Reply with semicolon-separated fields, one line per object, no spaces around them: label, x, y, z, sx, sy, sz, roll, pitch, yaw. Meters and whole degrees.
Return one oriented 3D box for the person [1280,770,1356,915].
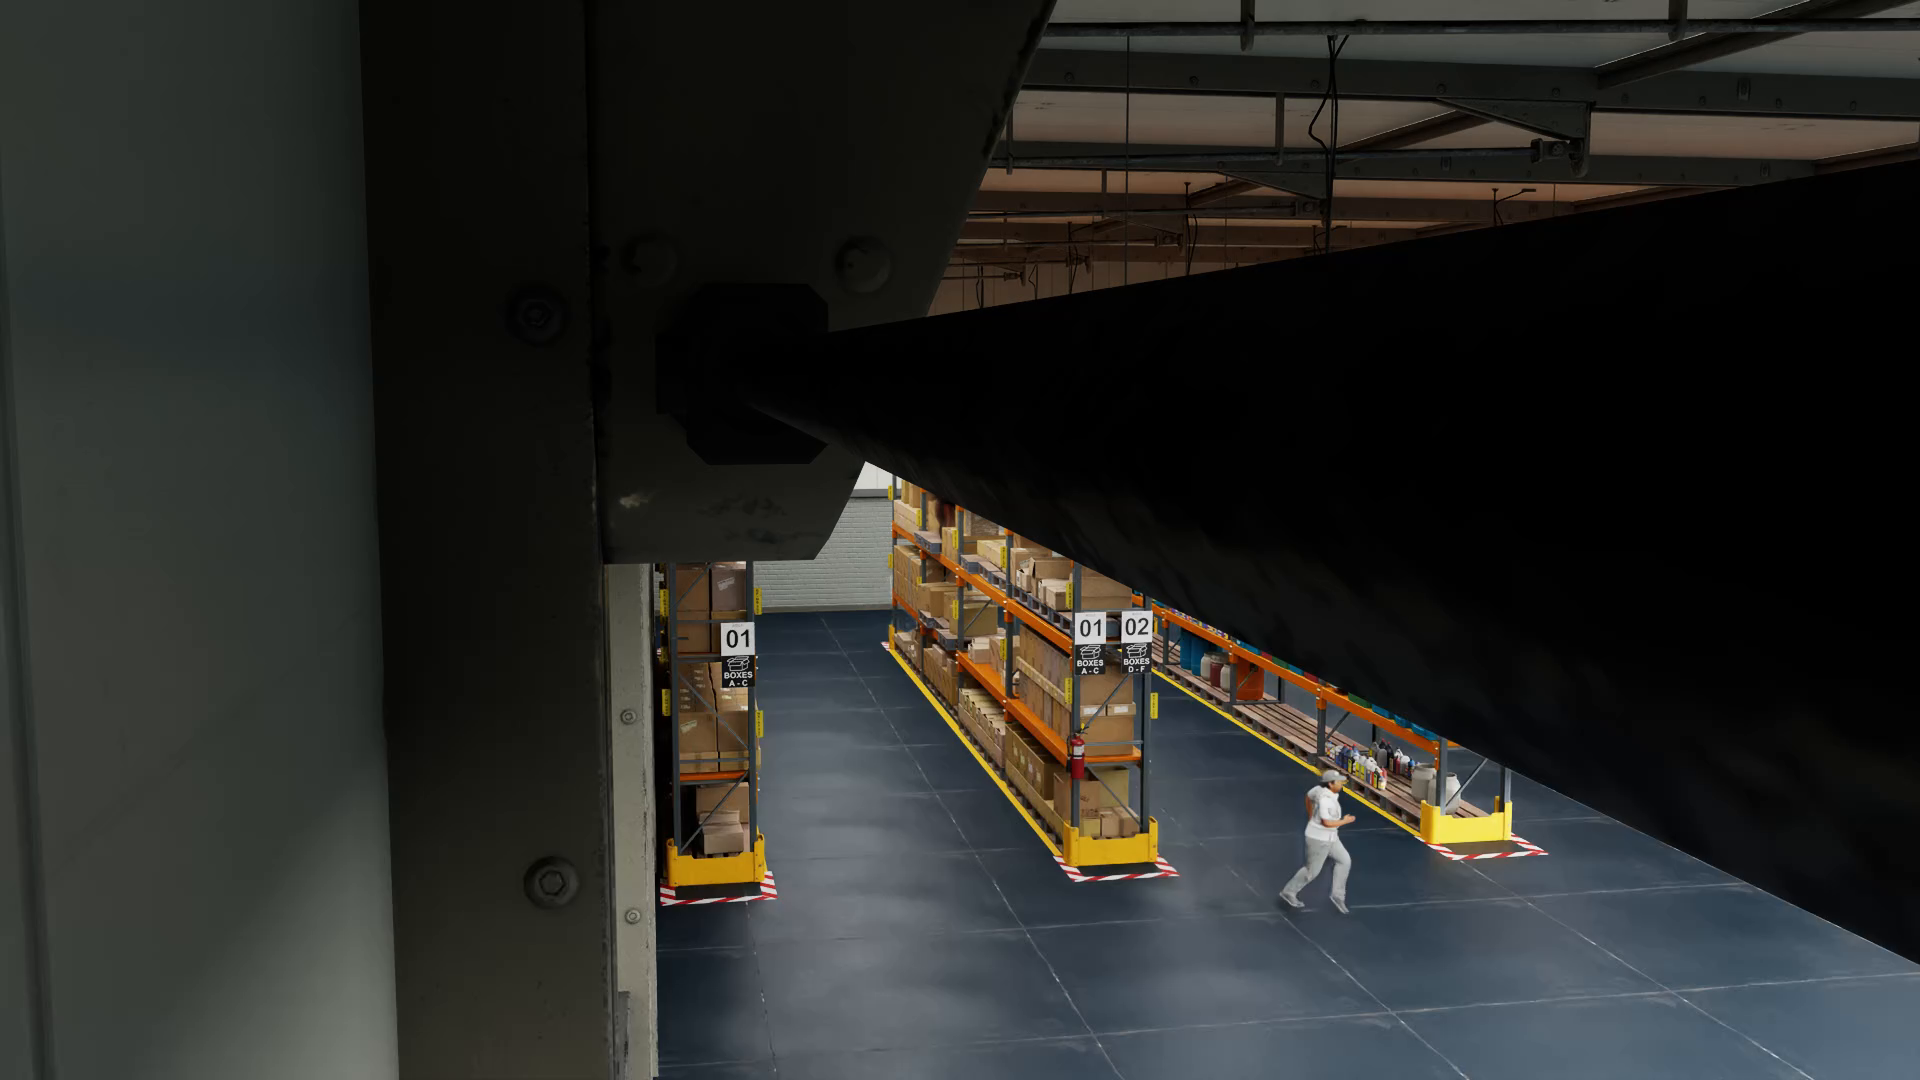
person;4.103;3.466;19.074;0.832;1.700;0.626;2;6;15

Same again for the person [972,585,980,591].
person;0.369;1.420;37.438;1.013;1.745;0.717;3;7;24
